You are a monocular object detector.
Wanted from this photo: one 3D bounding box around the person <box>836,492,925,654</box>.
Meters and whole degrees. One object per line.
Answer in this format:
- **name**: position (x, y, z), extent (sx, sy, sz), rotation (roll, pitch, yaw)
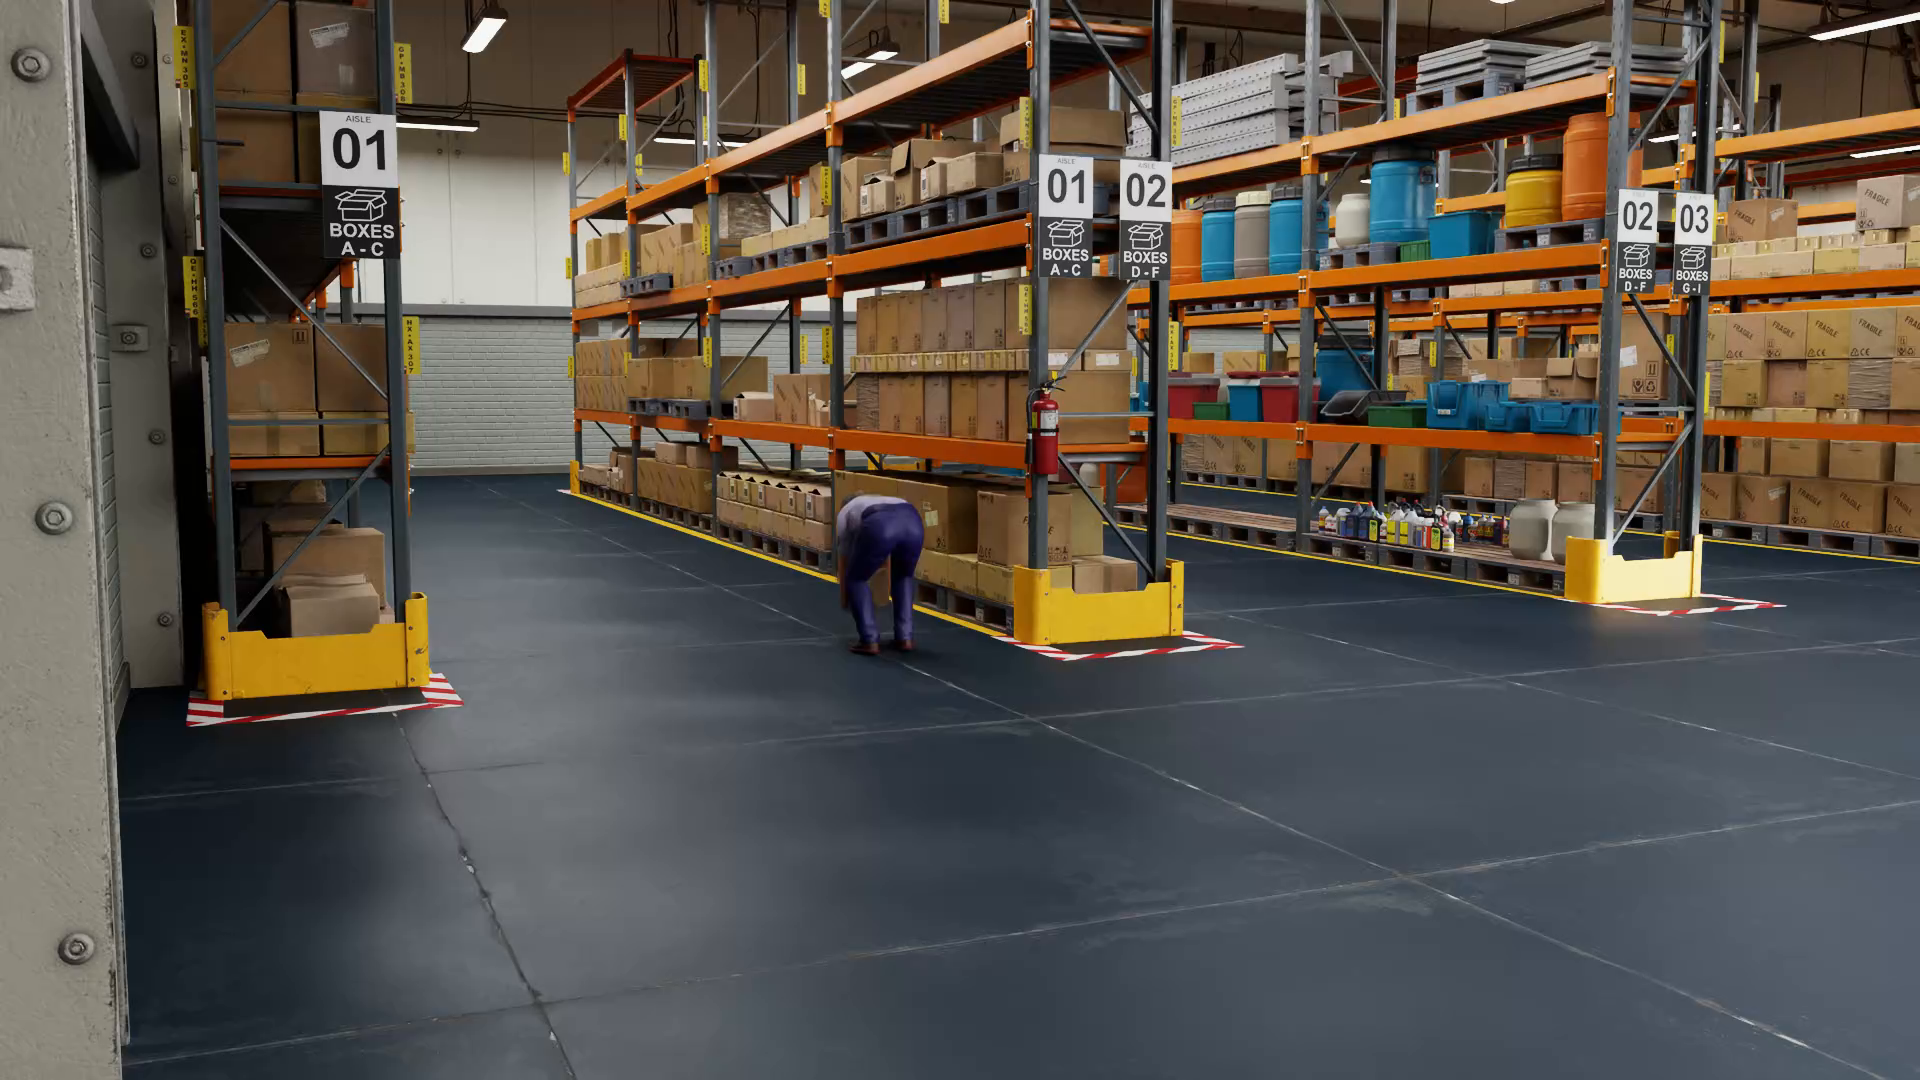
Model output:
- **person**: position (-0.565, 0.205, 10.831), extent (0.476, 1.004, 0.910), rotation (-3, 6, -26)
